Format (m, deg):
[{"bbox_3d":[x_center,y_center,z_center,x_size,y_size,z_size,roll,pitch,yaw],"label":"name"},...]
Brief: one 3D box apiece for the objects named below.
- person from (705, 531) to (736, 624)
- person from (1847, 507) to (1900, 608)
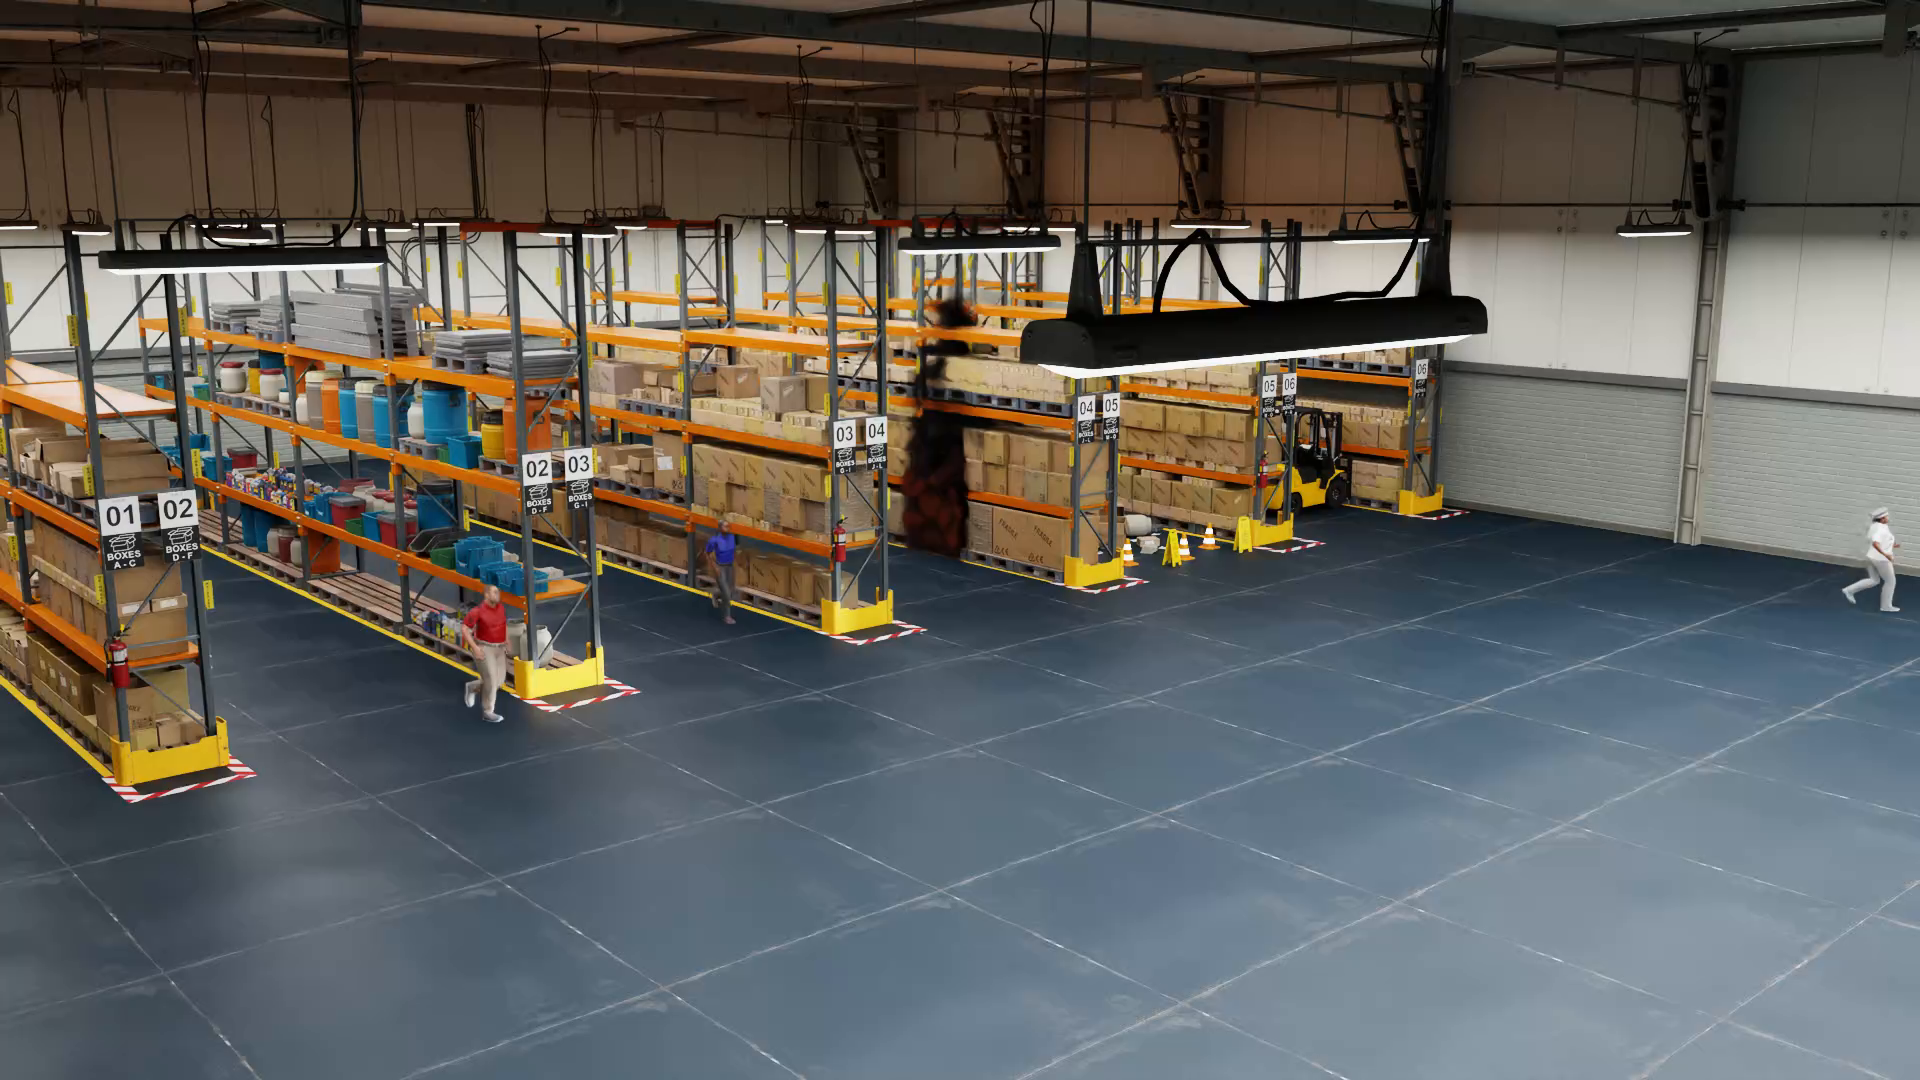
[{"bbox_3d":[-3.696,0.561,25.625,0.527,1.384,0.683,-11,16,-43],"label":"person"},{"bbox_3d":[14.413,0.268,26.143,0.710,1.606,0.588,2,12,8],"label":"person"}]
